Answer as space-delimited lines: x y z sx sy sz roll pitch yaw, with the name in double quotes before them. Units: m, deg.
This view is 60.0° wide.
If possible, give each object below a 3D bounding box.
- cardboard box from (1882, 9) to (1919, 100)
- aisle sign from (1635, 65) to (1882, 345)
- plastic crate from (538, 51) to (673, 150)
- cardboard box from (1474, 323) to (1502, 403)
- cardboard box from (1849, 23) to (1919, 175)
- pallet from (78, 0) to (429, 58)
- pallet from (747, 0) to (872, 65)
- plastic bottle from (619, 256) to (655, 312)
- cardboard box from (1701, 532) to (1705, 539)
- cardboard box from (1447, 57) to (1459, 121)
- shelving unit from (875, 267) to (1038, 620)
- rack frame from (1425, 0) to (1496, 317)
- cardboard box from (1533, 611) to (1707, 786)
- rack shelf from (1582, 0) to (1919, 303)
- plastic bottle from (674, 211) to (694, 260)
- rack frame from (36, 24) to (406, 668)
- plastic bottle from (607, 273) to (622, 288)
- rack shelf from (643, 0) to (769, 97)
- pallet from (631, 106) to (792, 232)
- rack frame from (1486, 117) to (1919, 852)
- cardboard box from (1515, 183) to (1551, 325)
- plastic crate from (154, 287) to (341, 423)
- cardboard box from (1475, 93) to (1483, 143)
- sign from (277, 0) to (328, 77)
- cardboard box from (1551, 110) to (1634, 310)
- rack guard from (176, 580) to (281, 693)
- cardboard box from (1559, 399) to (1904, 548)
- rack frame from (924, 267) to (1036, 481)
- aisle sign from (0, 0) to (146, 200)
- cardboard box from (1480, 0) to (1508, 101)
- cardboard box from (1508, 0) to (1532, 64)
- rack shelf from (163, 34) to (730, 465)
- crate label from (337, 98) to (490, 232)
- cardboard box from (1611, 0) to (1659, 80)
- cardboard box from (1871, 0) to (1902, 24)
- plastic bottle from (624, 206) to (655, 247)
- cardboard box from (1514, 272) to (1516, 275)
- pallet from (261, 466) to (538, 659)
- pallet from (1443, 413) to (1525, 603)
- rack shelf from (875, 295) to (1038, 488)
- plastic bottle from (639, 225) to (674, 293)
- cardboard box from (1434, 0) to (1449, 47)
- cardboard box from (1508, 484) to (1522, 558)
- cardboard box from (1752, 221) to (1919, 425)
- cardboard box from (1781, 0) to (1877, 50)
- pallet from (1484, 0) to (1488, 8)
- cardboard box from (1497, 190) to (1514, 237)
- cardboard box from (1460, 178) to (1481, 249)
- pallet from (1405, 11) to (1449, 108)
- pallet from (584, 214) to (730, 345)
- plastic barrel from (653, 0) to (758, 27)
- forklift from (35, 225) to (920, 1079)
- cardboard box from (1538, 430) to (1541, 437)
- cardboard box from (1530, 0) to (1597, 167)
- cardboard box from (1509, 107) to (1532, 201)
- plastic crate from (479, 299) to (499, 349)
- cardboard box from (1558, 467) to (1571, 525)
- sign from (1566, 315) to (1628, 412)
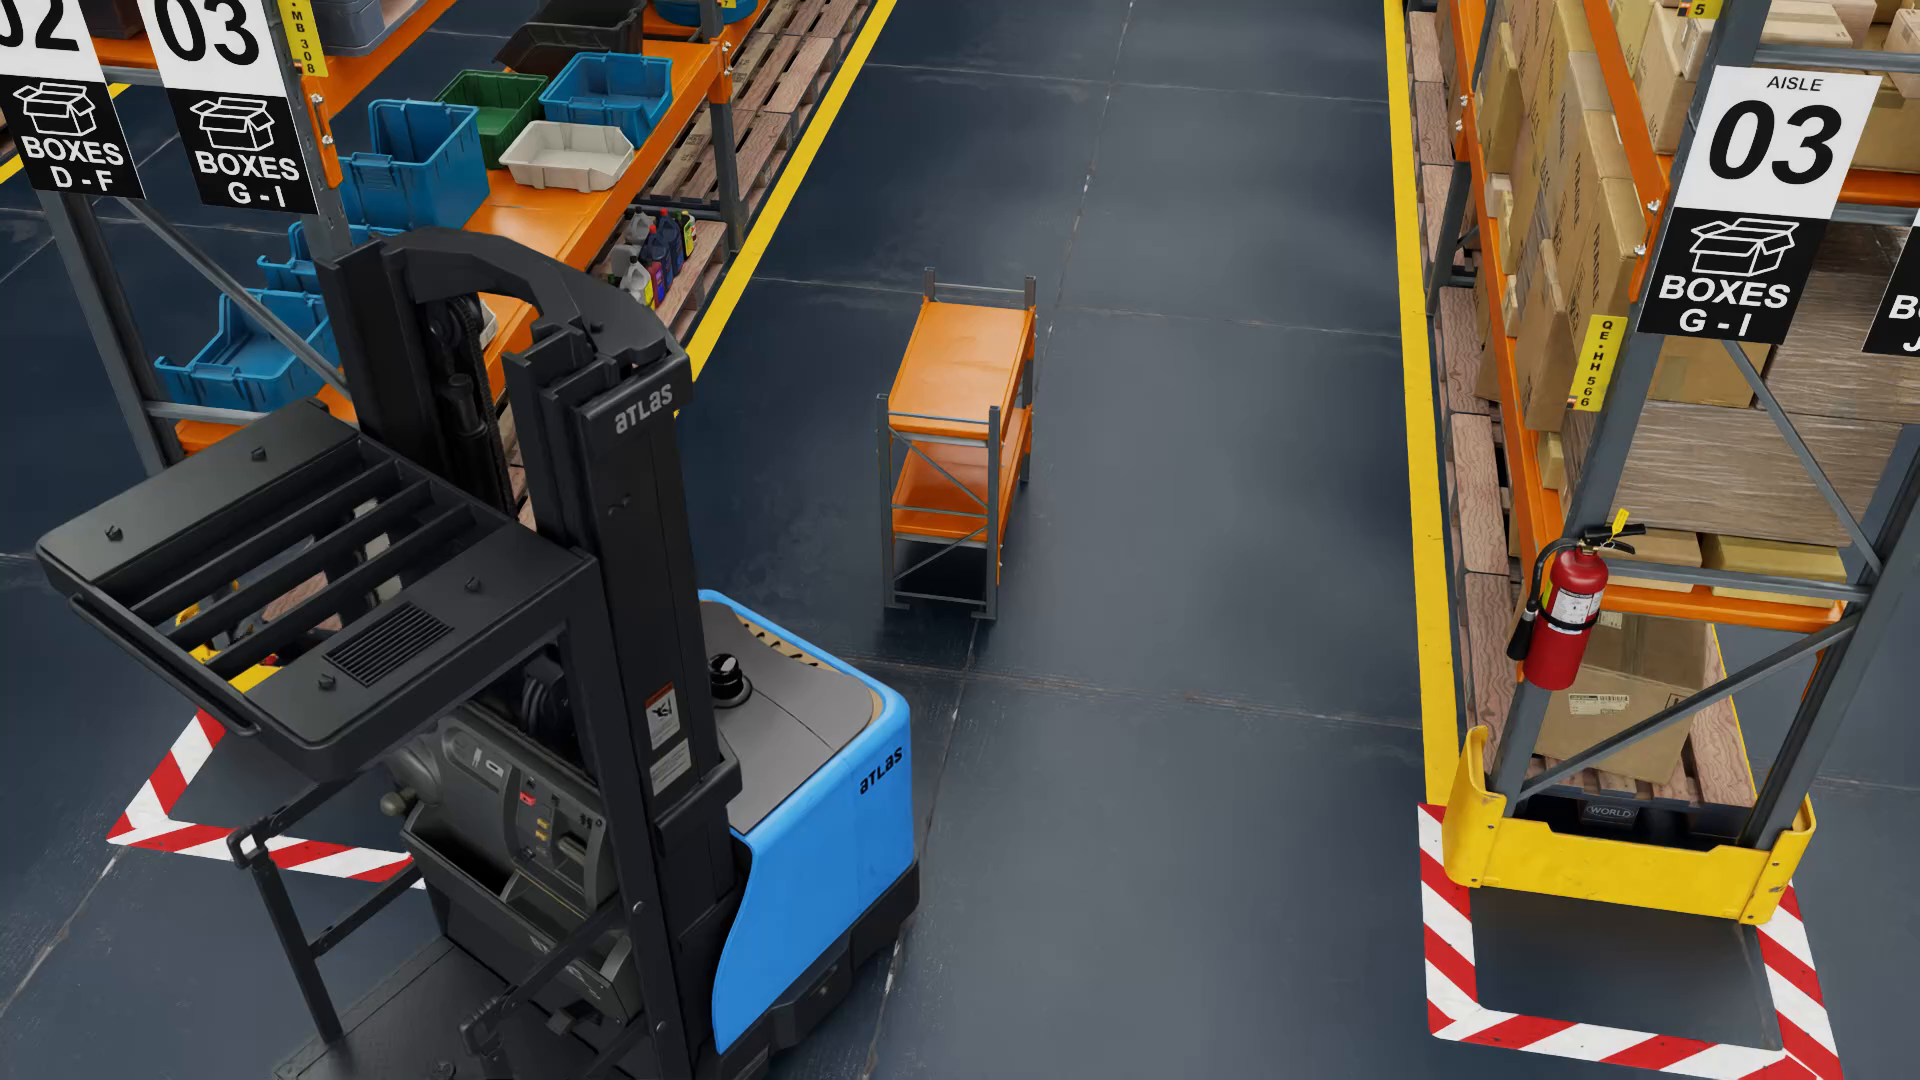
"cardboard box" 2.678 -1.271 4.384 0.380 0.149 0.250 6 40 7
"aisle sign" 2.097 -0.868 4.406 0.394 0.787 0.004 6 40 8
"plastic crate" -1.707 -2.147 8.109 0.499 0.251 0.616 6 40 8
"cardboard box" 2.895 -0.974 8.206 0.500 0.500 0.500 19 43 21
"cardboard box" 2.741 -1.244 4.665 0.500 0.250 0.500 8 40 9
"pallet" -2.236 -2.010 5.621 1.003 0.211 1.213 6 40 8
"pallet" -1.263 -3.882 12.280 1.003 0.211 1.213 6 40 8
"plastic bottle" -1.700 -1.318 8.724 0.144 0.351 0.185 6 40 7
"cardboard box" 2.749 -0.083 5.693 0.380 0.149 0.250 6 40 8
"cardboard box" 3.516 -2.970 10.605 0.700 0.500 0.500 10 41 11
"shelving unit" 0.001 -0.438 7.397 0.538 1.125 1.048 6 40 8
"rack frame" 3.095 -2.383 8.278 1.000 3.000 0.127 6 40 8
"cardboard box" 2.527 0.539 6.376 0.500 0.500 0.500 14 41 16
"rack shelf" 2.749 -2.006 6.033 1.077 0.370 4.000 6 40 8
"plastic bottle" -1.542 -1.713 9.254 0.061 0.283 0.133 8 40 10
"rack frame" -2.476 -0.418 5.902 1.000 3.000 0.127 6 40 8
"plastic bottle" -1.805 -1.287 8.740 0.061 0.283 0.133 6 40 8
"rack shelf" -1.437 -3.907 10.686 1.077 0.370 4.000 6 40 8
"pallet" -1.686 -2.351 10.428 1.003 0.211 1.213 6 40 8
"rack frame" 2.403 0.128 5.241 1.000 3.000 0.127 6 40 8
"cardboard box" 2.622 -1.004 6.298 0.875 0.500 0.500 6 40 8
"plastic crate" -2.684 -0.708 6.369 0.499 0.251 0.616 6 40 8
"cardboard box" 2.705 -2.028 8.047 0.380 0.149 0.250 6 40 8
"sign" -1.934 -1.514 4.867 0.100 0.325 0.005 6 40 8
"cardboard box" 2.335 -1.098 5.627 0.500 0.500 0.500 6 40 8
"rack guard" -2.509 0.492 6.762 1.175 0.500 0.348 6 40 8
"cardboard box" 2.525 -0.367 5.529 0.875 0.500 0.500 6 40 8
"rack frame" 0.089 -0.757 7.783 0.500 1.125 0.032 6 40 8
"aisle sign" -2.781 -1.408 5.059 0.394 0.787 0.004 6 40 8
"cardboard box" 2.956 -2.260 7.818 0.875 0.500 0.500 6 40 8
"cardboard box" 2.682 -2.353 7.145 0.500 0.500 0.500 6 40 8
"rack shelf" -2.129 -1.396 7.649 1.077 0.370 4.000 6 40 8
"crate label" -2.423 -1.617 7.324 0.502 0.435 0.616 6 40 8
"cardboard box" 2.319 -1.615 5.113 0.500 0.250 0.500 7 40 8
"cardboard box" 2.741 -1.596 4.777 0.380 0.149 0.250 6 40 7
"plastic bottle" -1.753 -1.657 9.134 0.144 0.351 0.185 6 40 8
"cardboard box" 2.516 -1.079 6.898 0.380 0.149 0.250 6 40 8
"pallet" -2.363 0.094 7.470 1.003 0.211 1.213 6 40 8
"pallet" 2.805 -0.115 7.723 1.003 0.211 1.213 6 40 8
"rack shelf" 0.001 -0.663 7.210 0.538 0.278 1.000 6 40 8
"plastic bottle" -1.644 -1.521 8.969 0.144 0.351 0.185 5 40 5
"cardboard box" 3.691 -3.676 11.459 0.700 0.500 0.500 4 40 5
"cardboard box" 2.724 -0.230 7.307 0.500 0.500 0.500 10 41 12
"cardboard box" 2.766 -0.726 5.177 0.500 0.500 0.500 6 40 8
"cardboard box" 2.304 -1.483 4.641 0.380 0.149 0.250 5 40 6
"pallet" 3.370 -2.772 8.899 1.003 0.211 1.213 6 40 8
"cardboard box" 2.569 -1.397 7.282 0.380 0.149 0.250 6 40 8
"cardboard box" 3.222 -1.972 9.397 0.700 0.500 0.500 4 40 4
"pallet" 3.650 -3.328 11.609 1.003 0.211 1.213 6 40 8
"pallet" -1.941 -1.437 9.322 1.003 0.211 1.213 6 40 8
"plastic barrel" -1.418 -3.331 9.031 0.600 0.901 0.708 6 40 8
"forklift" -1.443 0.777 4.510 1.130 2.935 3.031 26 46 28
"cardboard box" 2.344 -0.452 6.139 0.380 0.149 0.250 6 40 8
"cardboard box" 2.519 -1.724 6.384 0.500 0.500 0.500 6 40 8
"cardboard box" 2.848 -1.625 7.050 0.875 0.500 0.500 6 40 8
"plastic crate" -2.004 -0.843 6.622 0.298 0.136 0.250 6 40 8
"cardboard box" 2.293 -0.134 5.755 0.380 0.149 0.250 6 40 8
"sign" 1.860 -0.514 4.861 0.100 0.325 0.005 6 40 8
